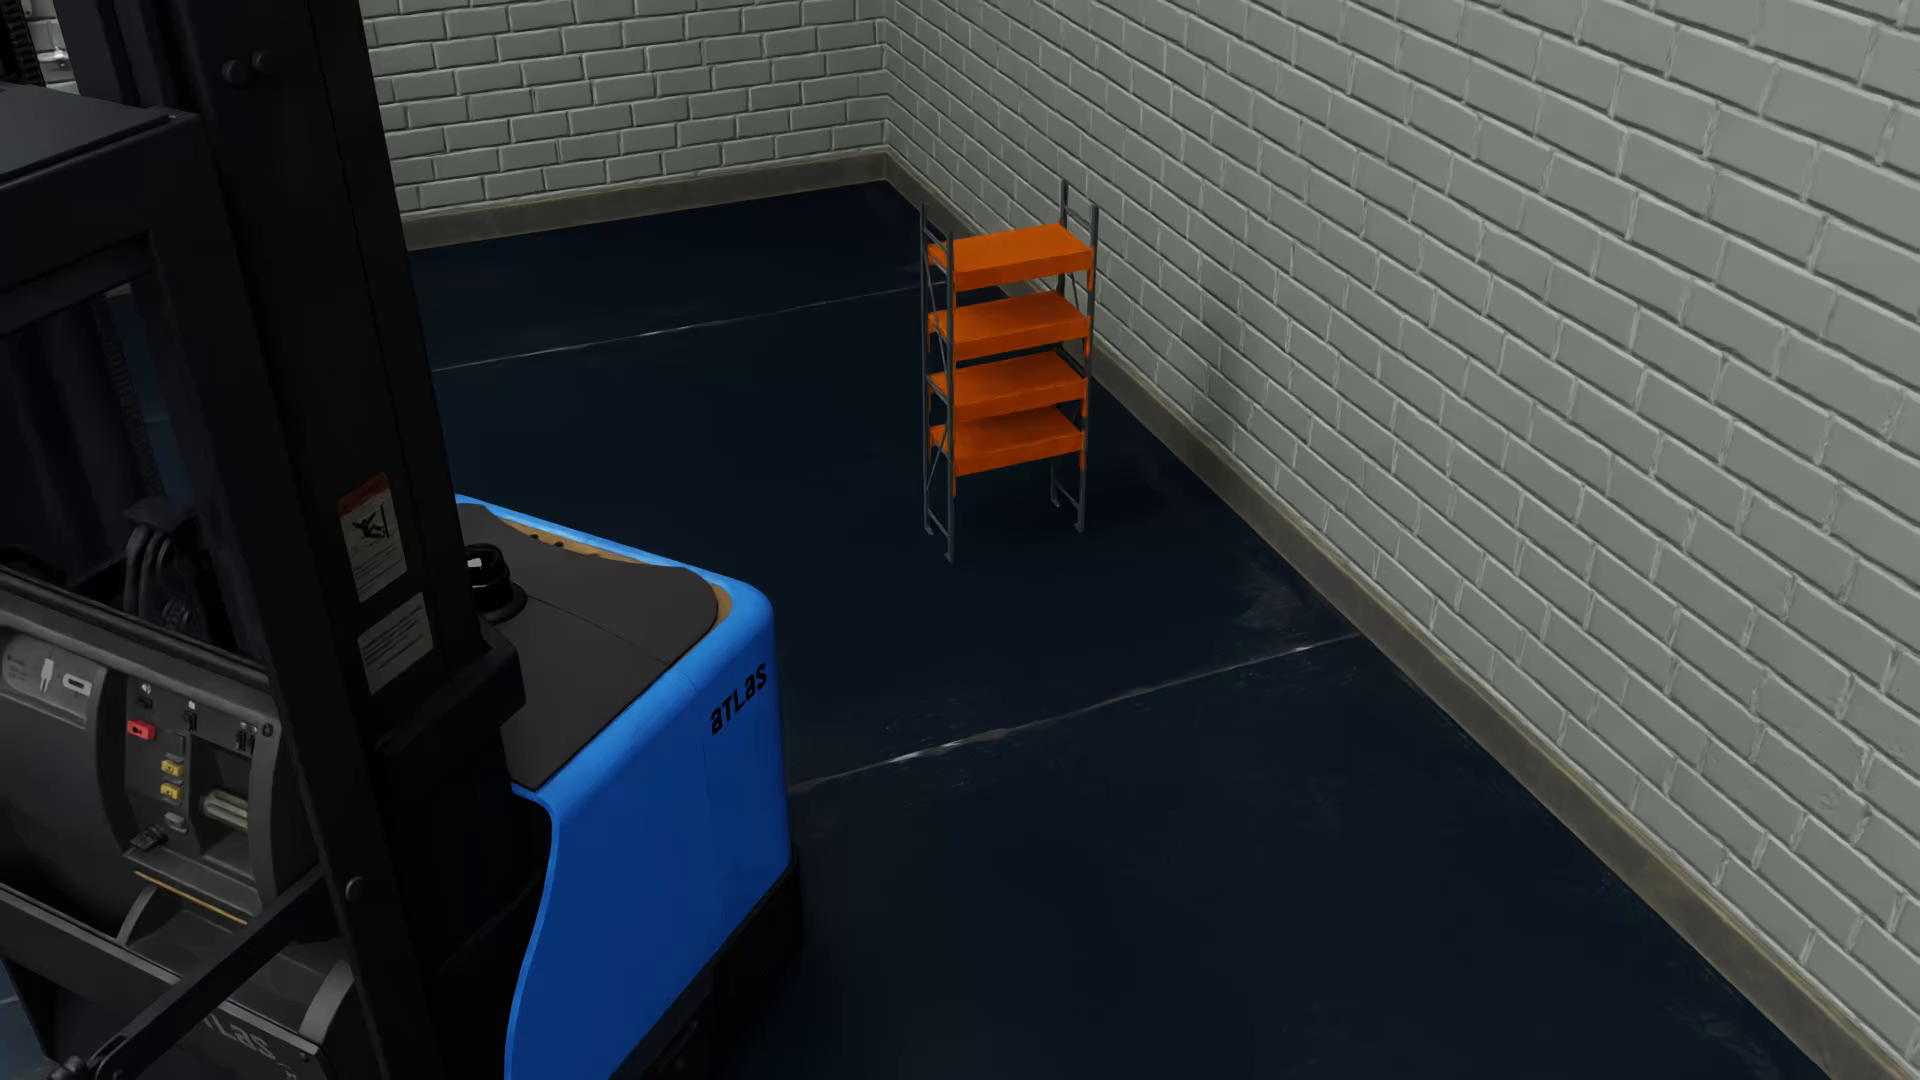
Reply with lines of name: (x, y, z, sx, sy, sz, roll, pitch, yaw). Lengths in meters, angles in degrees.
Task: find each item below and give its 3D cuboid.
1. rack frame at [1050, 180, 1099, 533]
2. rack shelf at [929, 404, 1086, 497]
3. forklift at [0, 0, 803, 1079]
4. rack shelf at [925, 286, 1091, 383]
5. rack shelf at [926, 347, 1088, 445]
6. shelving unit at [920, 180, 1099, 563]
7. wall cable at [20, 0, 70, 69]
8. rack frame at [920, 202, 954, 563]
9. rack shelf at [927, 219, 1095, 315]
rack frame: (0.378, -0.589, 5.556, 0.015, 1.200, 0.240, -13, 35, -19)
rack shelf: (0.153, -0.315, 5.621, 0.480, 0.148, 0.258, -13, 35, -19)
forklift: (-1.513, 0.373, 2.490, 1.130, 2.935, 3.031, 16, 36, 23)
rack shelf: (0.153, -0.669, 5.391, 0.480, 0.148, 0.258, -13, 35, -19)
rack shelf: (0.153, -0.481, 5.513, 0.480, 0.148, 0.258, -13, 35, -19)
shelving unit: (0.153, -0.538, 5.476, 0.503, 1.200, 0.258, -13, 35, -19)
wall cable: (-4.419, -2.606, 6.074, 1.851, 1.984, 0.084, -13, 35, -19)
rack frame: (-0.072, -0.486, 5.397, 0.015, 1.200, 0.240, -13, 35, -19)
rack shelf: (0.153, -0.867, 5.262, 0.480, 0.148, 0.258, -13, 35, -19)
